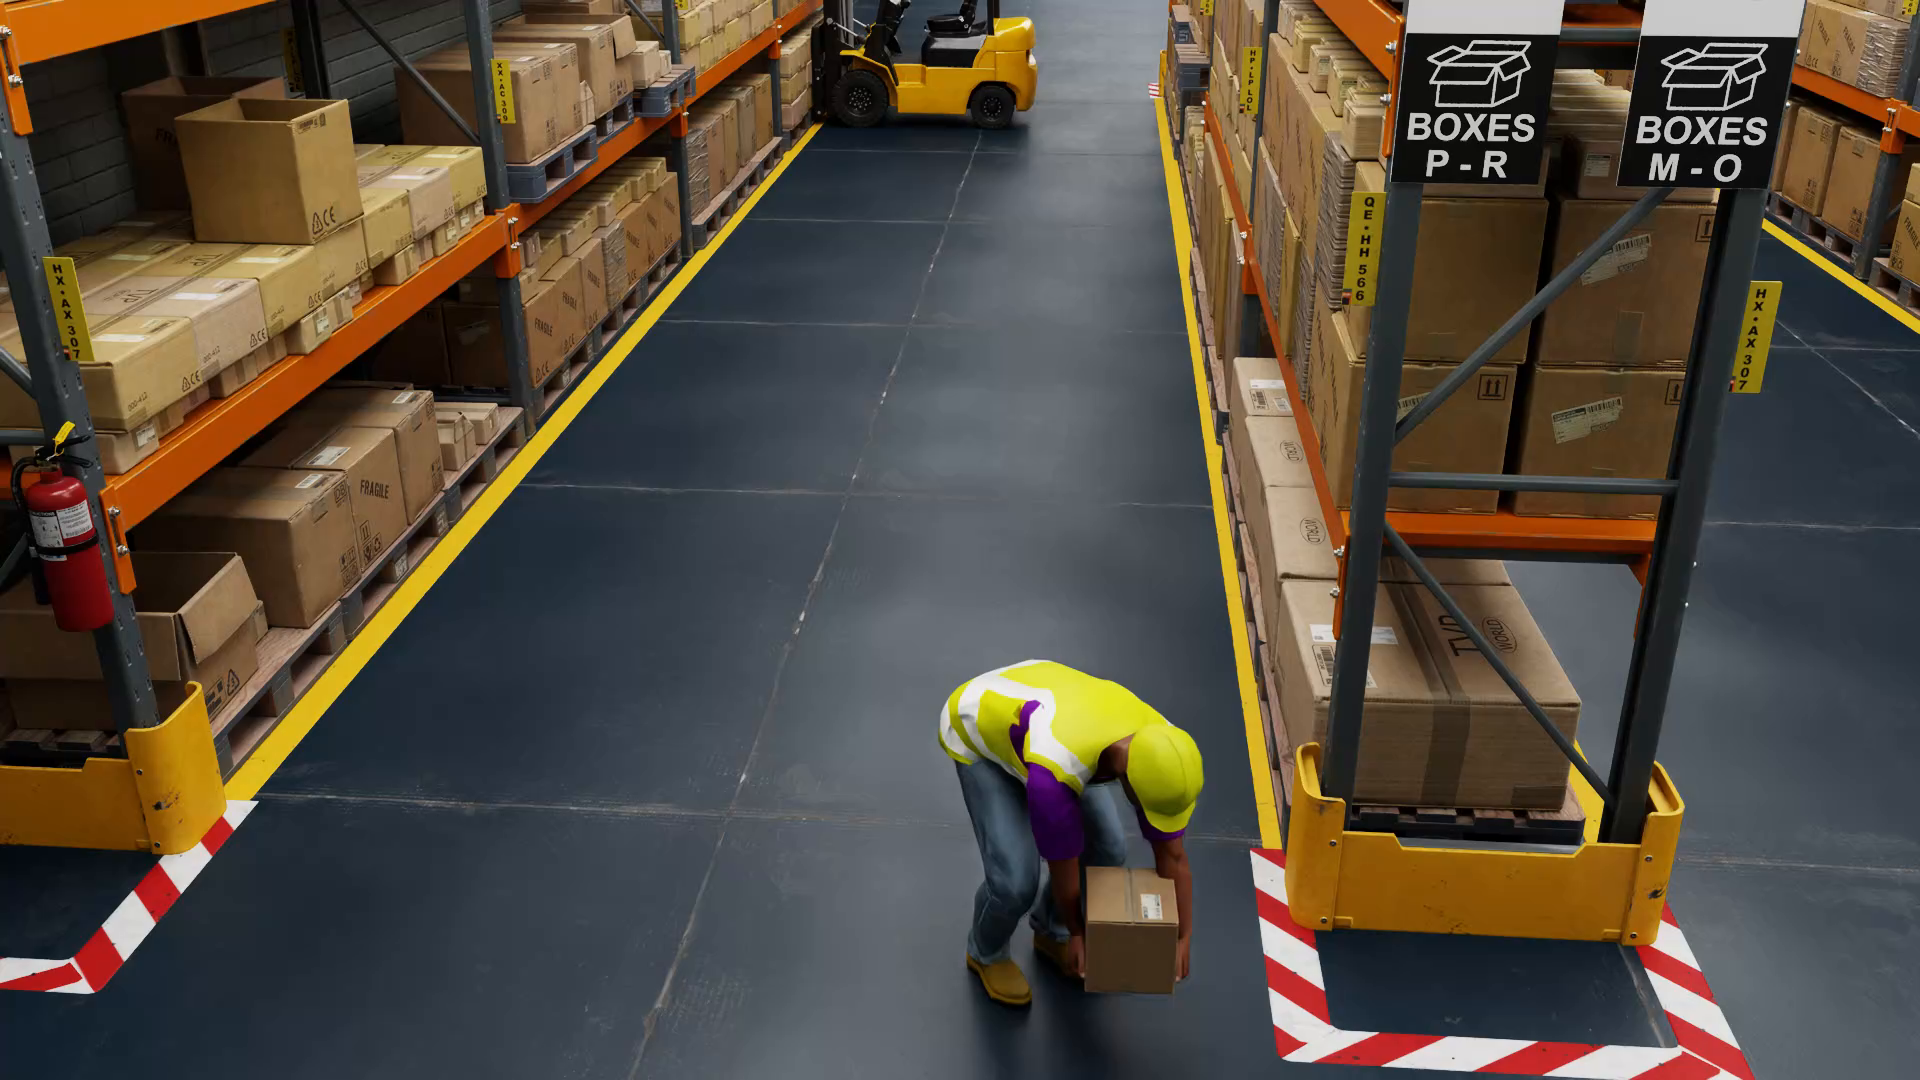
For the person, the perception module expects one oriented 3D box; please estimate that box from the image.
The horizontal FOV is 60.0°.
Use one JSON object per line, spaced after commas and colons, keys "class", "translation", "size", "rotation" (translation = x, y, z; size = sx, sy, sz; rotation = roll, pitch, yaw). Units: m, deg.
{"class": "person", "translation": [0.338, 0.888, 4.878], "size": [0.502, 1.133, 0.963], "rotation": [-16, 29, -32]}
